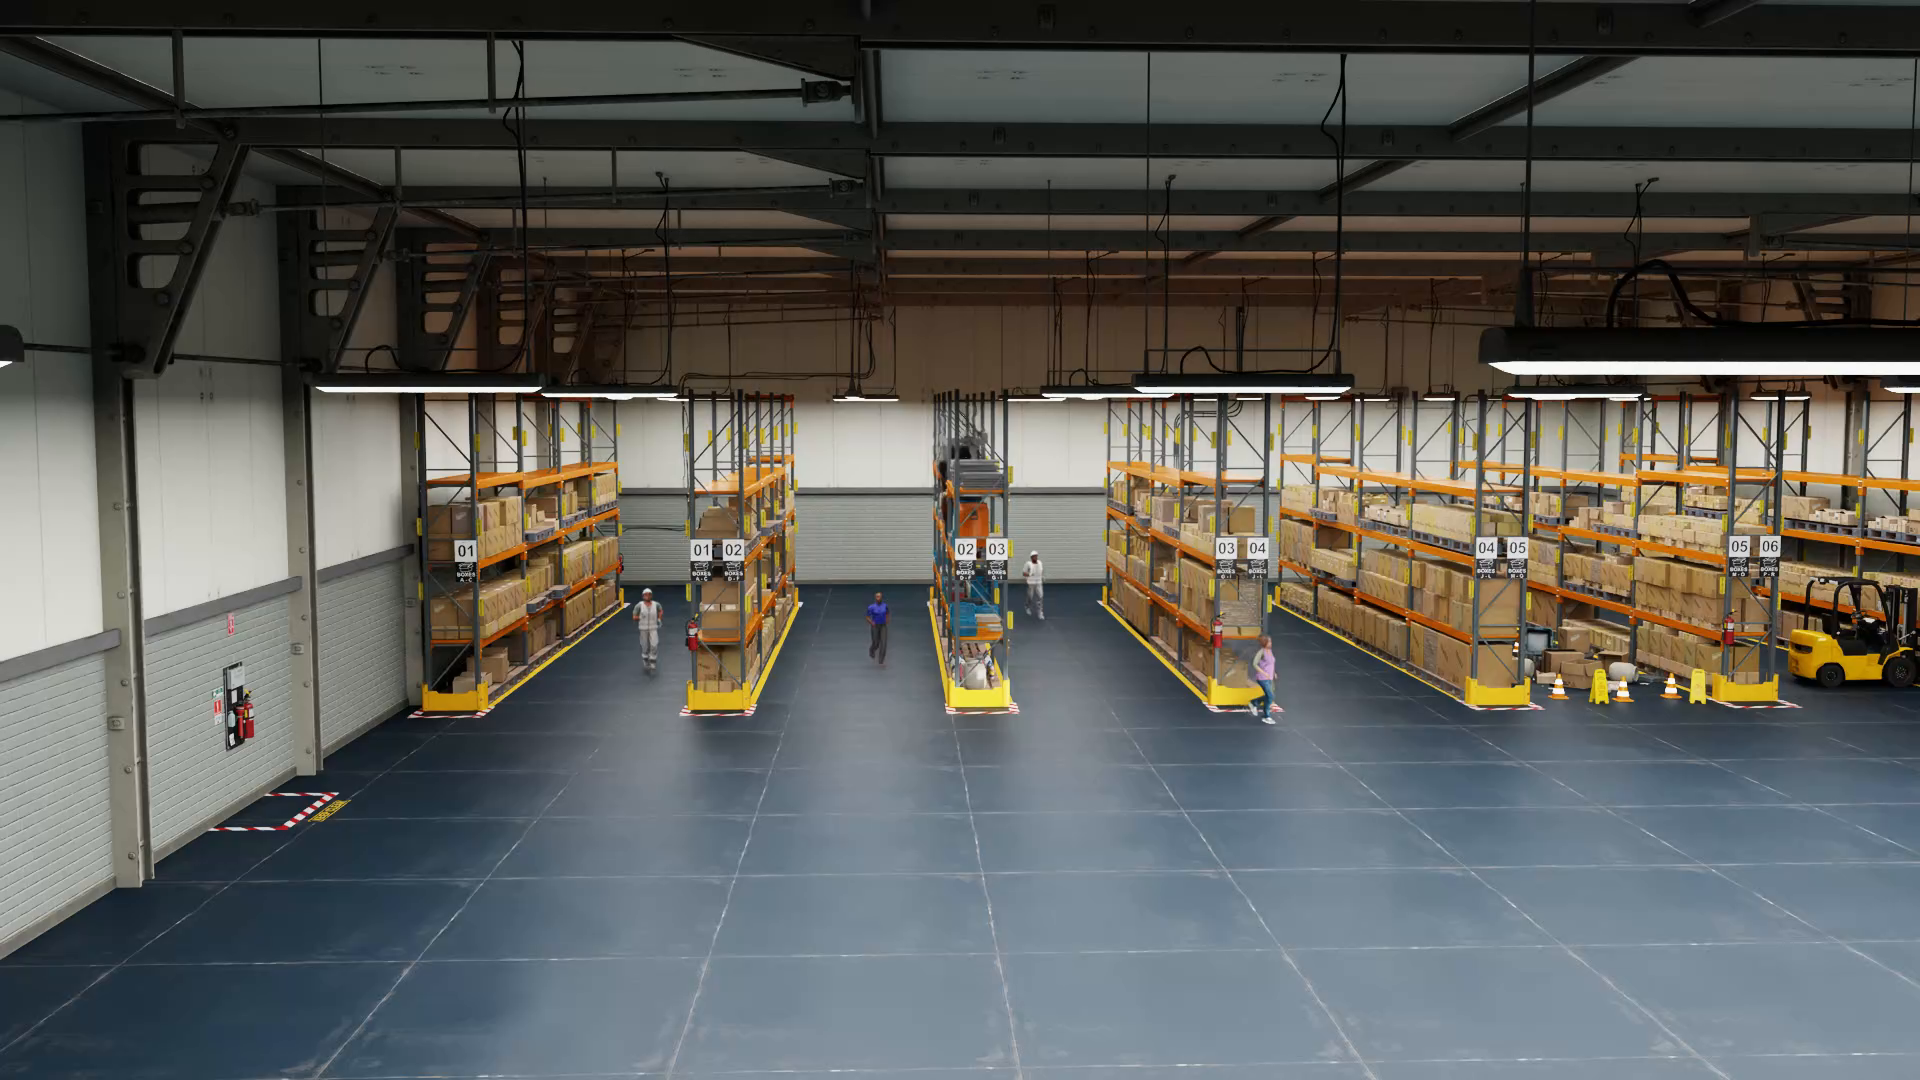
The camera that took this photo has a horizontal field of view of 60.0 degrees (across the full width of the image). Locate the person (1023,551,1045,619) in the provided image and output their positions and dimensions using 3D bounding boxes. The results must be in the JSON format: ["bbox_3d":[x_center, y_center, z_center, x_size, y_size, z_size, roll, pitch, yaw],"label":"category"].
[{"bbox_3d":[1.977,1.184,44.349,0.656,1.786,0.967,-2,5,-18],"label":"person"}]

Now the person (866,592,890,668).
[{"bbox_3d":[-1.780,1.950,36.432,0.579,1.637,0.764,-2,5,-19],"label":"person"}]

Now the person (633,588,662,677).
[{"bbox_3d":[-6.621,1.942,35.304,0.638,1.840,0.774,-1,5,-14],"label":"person"}]

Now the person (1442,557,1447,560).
[{"bbox_3d":[14.471,0.878,49.358,0.660,1.650,0.720,2,5,26],"label":"person"}]

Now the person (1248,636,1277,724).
[{"bbox_3d":[5.436,2.505,29.968,0.589,1.574,0.565,4,6,37],"label":"person"}]
